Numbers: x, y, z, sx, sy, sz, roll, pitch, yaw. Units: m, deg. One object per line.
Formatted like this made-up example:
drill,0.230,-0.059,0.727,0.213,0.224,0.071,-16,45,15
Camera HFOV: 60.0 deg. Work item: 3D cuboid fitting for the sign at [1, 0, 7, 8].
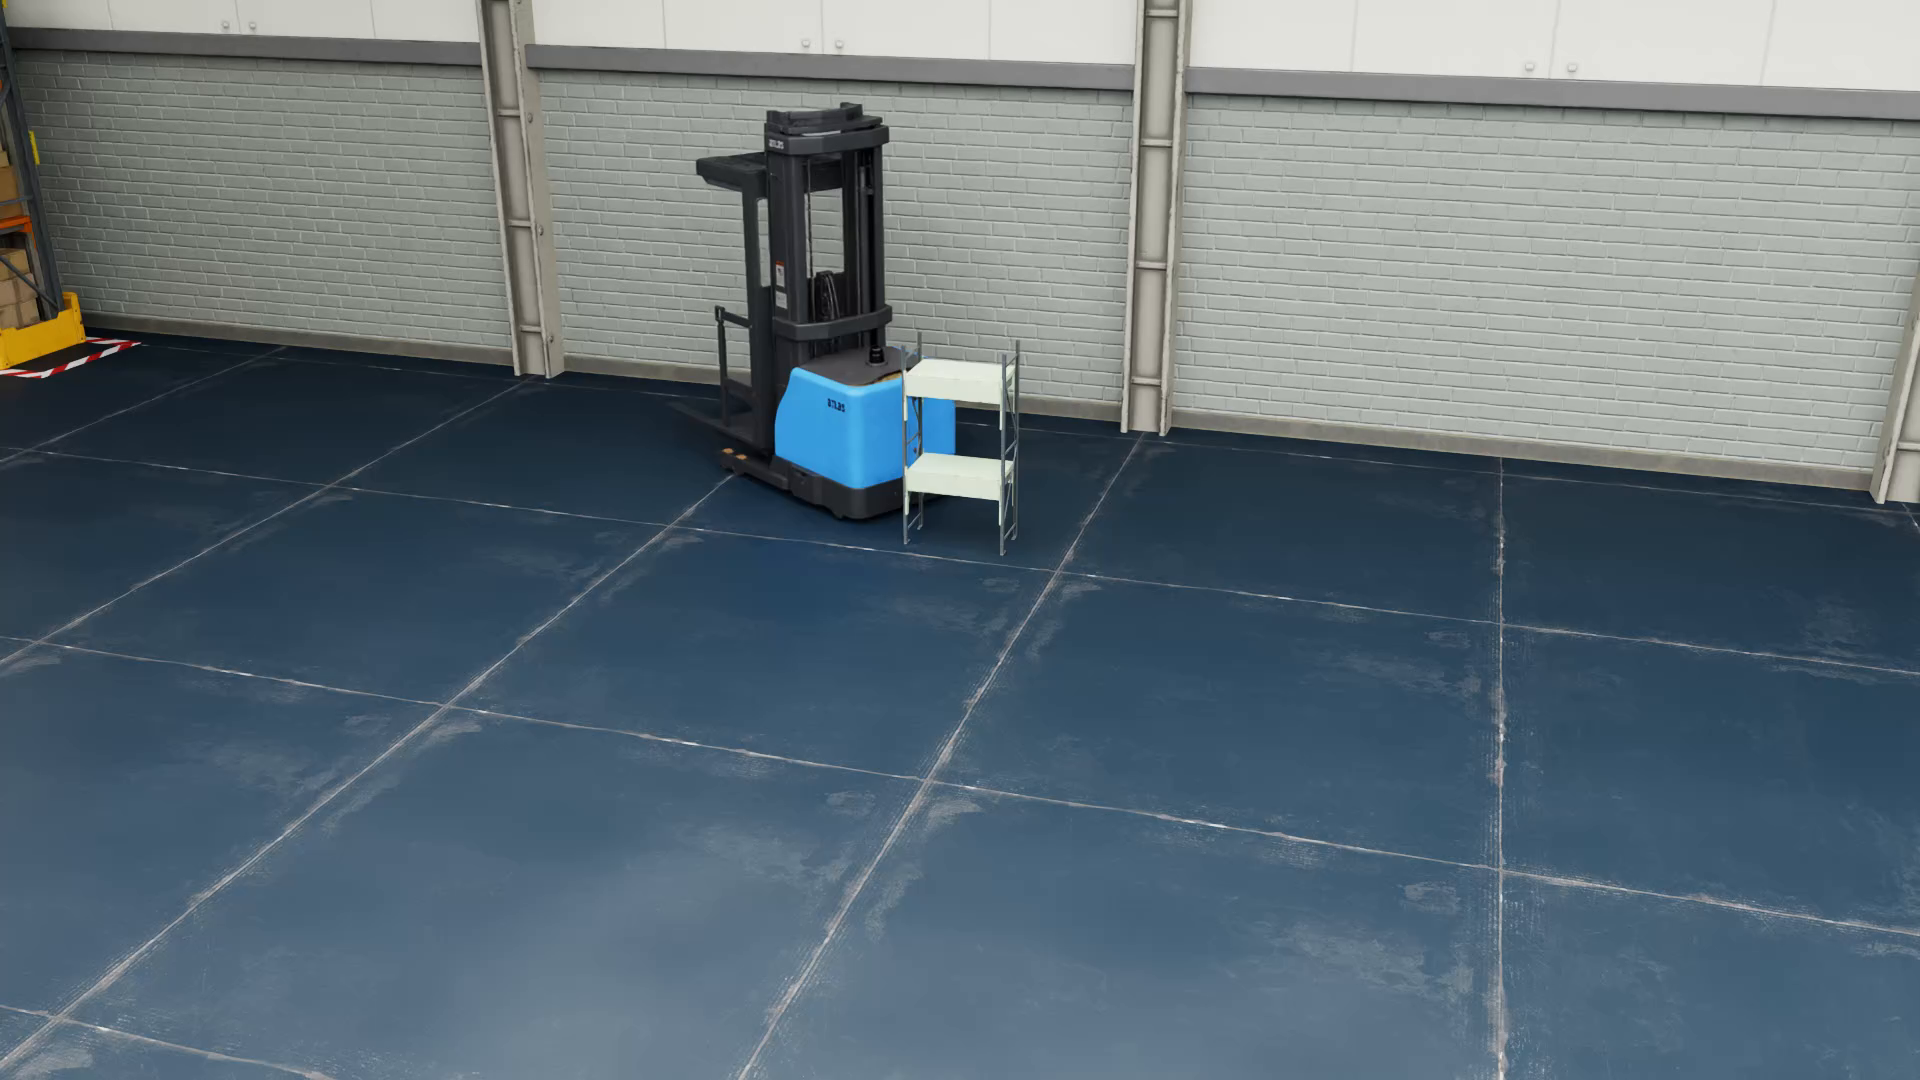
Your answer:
sign,-9.276,-5.311,16.056,0.005,0.325,0.100,7,23,16

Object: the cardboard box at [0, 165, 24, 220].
cardboard box,-9.836,-3.483,16.676,0.500,0.500,0.500,7,23,17

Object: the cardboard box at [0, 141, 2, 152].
cardboard box,-9.702,-3.880,16.397,0.250,0.149,0.380,6,23,14

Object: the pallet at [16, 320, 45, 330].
pallet,-10.186,-2.060,17.013,1.213,0.211,1.003,7,23,16

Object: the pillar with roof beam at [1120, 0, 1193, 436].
pillar with roof beam,0.397,-3.581,9.142,0.400,9.000,9.100,7,23,16

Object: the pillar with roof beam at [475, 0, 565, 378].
pillar with roof beam,-5.347,-4.239,10.746,0.400,9.000,9.100,7,23,16

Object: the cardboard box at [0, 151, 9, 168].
cardboard box,-9.692,-3.759,16.495,0.250,0.149,0.380,6,23,14

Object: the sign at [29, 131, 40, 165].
sign,-9.276,-3.919,16.627,0.005,0.325,0.100,7,23,16

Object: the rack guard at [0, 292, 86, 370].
rack guard,-9.419,-2.122,16.785,0.348,0.500,1.175,7,23,16

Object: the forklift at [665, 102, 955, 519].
forklift,-1.357,-1.996,13.273,1.130,2.935,3.031,-18,28,-37

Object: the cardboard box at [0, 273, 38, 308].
cardboard box,-9.832,-2.562,16.973,0.500,0.250,0.500,7,23,16

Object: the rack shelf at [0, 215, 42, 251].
rack shelf,-11.357,-3.168,16.988,4.000,0.370,1.077,7,23,16

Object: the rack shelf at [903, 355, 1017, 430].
rack shelf,0.006,-1.054,11.836,0.720,0.370,0.431,7,23,16

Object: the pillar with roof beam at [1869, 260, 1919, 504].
pillar with roof beam,6.141,-2.923,7.539,0.400,9.000,9.100,7,23,16

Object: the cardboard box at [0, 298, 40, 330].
cardboard box,-9.855,-2.328,17.063,0.500,0.250,0.500,7,23,16

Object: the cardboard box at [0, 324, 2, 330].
cardboard box,-9.983,-2.140,16.604,0.500,0.250,0.500,7,23,16

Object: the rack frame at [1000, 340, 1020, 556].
rack frame,0.357,-0.653,11.886,0.023,1.500,0.400,7,23,16

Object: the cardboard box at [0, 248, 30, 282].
cardboard box,-9.847,-2.787,16.865,0.500,0.250,0.500,6,23,15

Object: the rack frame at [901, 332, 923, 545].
rack frame,-0.344,-0.733,12.081,0.023,1.500,0.400,7,23,16

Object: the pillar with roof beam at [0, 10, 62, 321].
pillar with roof beam,-11.092,-4.896,12.349,0.400,9.000,9.100,7,23,16

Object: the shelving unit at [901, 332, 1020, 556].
shelving unit,0.006,-0.693,11.984,0.755,1.500,0.431,7,23,16

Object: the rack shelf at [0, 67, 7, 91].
rack shelf,-11.357,-4.555,16.418,4.000,0.370,1.077,7,23,16

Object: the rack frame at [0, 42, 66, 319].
rack frame,-9.442,-3.281,16.317,0.127,3.000,1.000,7,23,16

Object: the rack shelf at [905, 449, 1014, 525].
rack shelf,0.006,-0.392,12.107,0.720,0.370,0.431,7,23,16

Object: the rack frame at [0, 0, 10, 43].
rack frame,-9.442,-6.057,15.178,0.127,3.000,1.000,7,23,16
